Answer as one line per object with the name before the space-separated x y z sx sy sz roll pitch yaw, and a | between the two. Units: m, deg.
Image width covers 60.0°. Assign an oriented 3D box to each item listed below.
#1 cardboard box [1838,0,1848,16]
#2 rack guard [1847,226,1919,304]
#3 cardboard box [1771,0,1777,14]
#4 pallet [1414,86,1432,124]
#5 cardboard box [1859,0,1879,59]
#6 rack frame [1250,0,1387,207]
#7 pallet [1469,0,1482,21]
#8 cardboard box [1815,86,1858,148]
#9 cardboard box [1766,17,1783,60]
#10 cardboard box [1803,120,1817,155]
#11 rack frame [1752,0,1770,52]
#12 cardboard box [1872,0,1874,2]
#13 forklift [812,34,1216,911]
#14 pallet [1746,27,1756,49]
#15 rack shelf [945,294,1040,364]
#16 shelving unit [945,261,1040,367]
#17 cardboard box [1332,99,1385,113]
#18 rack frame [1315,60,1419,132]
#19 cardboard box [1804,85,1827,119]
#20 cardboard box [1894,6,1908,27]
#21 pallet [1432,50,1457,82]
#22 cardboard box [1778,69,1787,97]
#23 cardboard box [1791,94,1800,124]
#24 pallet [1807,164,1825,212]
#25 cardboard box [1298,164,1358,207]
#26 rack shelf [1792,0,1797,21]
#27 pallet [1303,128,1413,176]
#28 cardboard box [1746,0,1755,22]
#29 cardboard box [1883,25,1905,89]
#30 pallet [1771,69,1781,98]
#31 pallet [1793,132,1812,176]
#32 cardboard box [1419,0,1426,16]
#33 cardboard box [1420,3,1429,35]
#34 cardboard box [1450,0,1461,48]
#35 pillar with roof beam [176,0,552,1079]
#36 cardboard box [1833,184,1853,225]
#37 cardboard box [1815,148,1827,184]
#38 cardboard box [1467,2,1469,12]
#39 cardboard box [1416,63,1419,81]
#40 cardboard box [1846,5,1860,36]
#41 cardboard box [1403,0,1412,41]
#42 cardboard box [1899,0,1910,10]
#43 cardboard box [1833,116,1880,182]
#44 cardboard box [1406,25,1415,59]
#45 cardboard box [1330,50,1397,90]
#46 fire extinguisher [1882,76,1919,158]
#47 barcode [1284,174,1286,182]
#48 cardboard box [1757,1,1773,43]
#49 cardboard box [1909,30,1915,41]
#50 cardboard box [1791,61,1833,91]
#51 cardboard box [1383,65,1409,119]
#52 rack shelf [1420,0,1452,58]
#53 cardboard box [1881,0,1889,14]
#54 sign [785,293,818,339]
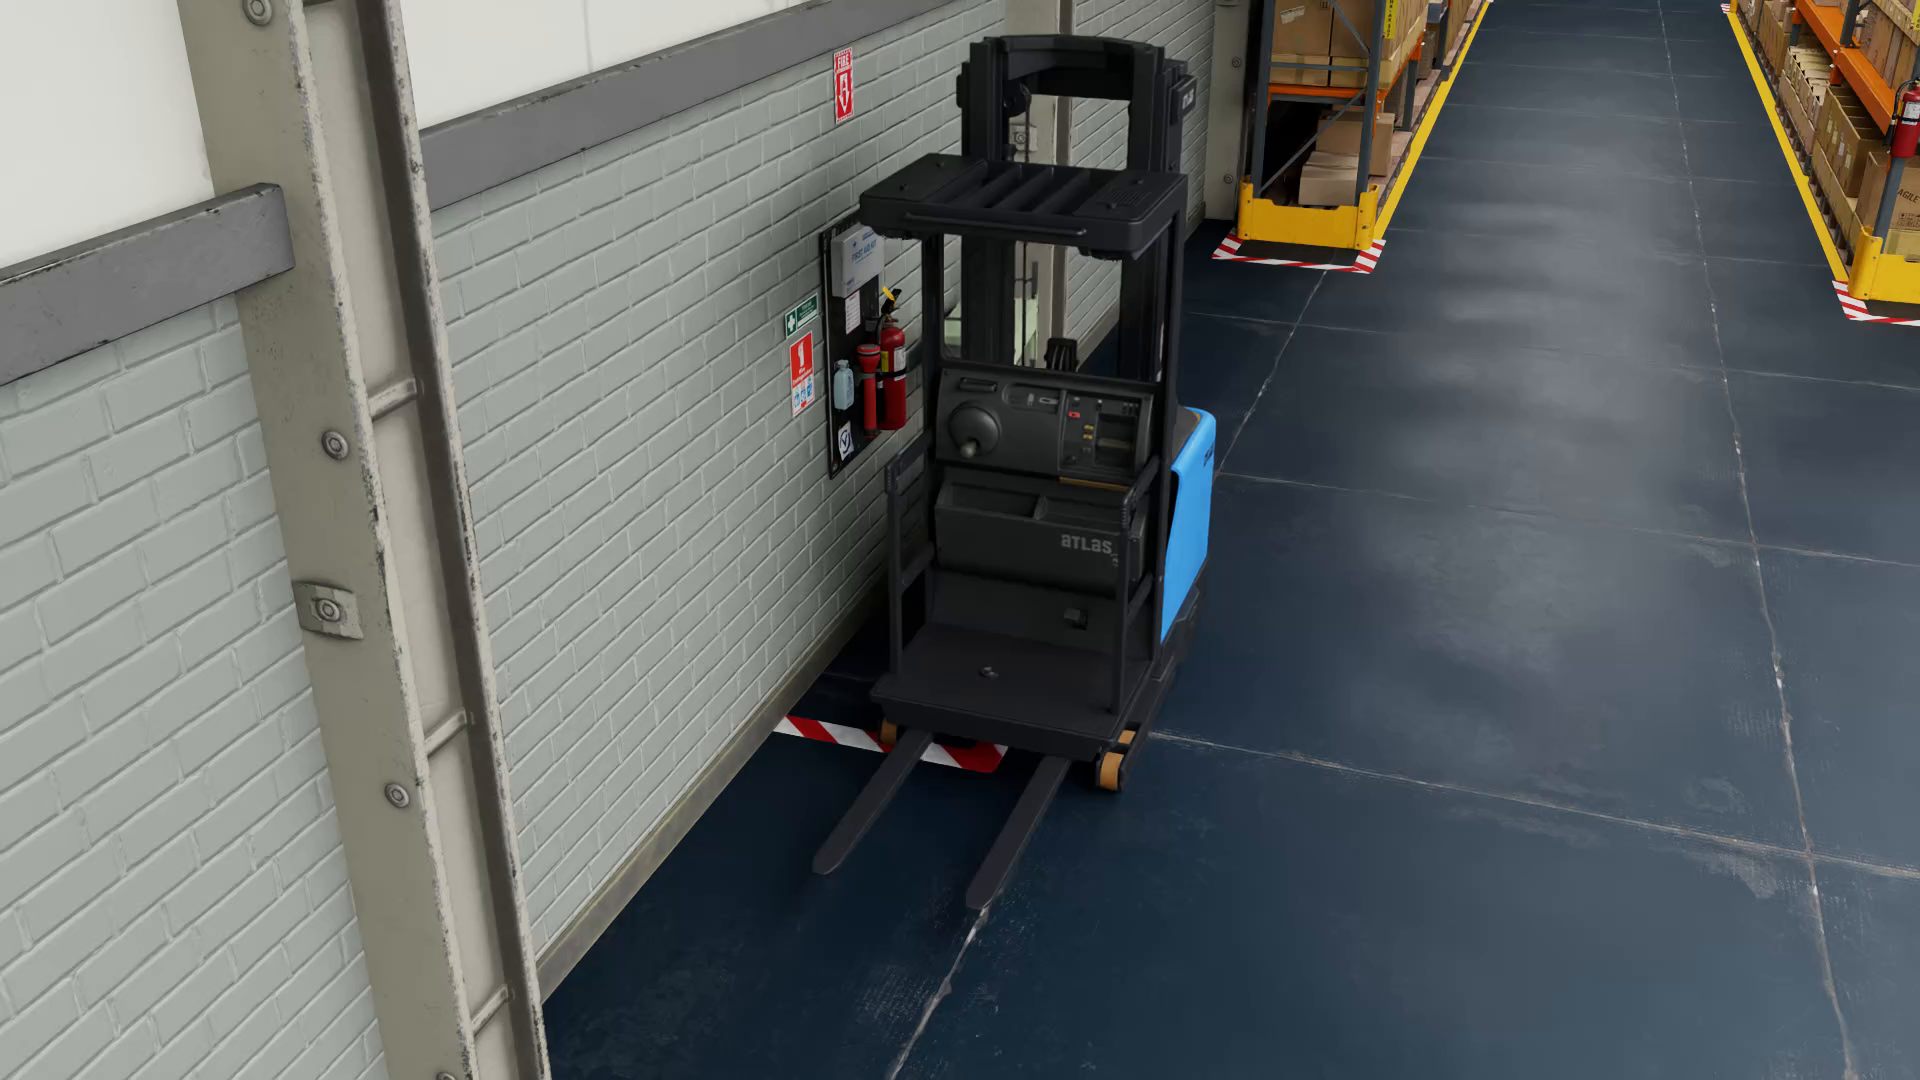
cardboard box | 9.822 -5.910 17.900 0.500 0.500 0.500 7 27 15
rack guard | 7.694 -2.135 13.085 1.175 0.500 0.348 9 27 17
cardboard box | 10.972 -7.037 21.845 0.500 0.250 0.500 9 27 18
pallet | 5.023 -5.198 19.744 1.003 0.211 1.213 9 27 17
cardboard box | 8.892 -4.775 15.555 0.700 0.500 0.500 8 27 16
rack frame | 3.030 -3.986 14.041 1.000 3.000 0.127 9 27 17
pallet | 7.754 -8.467 26.495 1.003 0.211 1.213 9 27 17
cardboard box | 8.584 -4.057 16.000 0.500 0.500 0.500 9 27 17
cardboard box | 10.796 -6.478 21.550 0.500 0.500 0.500 8 27 15
cardboard box | 8.898 -4.077 16.902 0.500 0.250 0.500 8 27 17
rack frame | 11.696 -8.201 22.746 1.000 3.000 0.127 9 27 17
cardboard box | 8.678 -5.065 15.409 0.380 0.149 0.250 9 27 18
forklift | 0.278 -0.456 6.829 1.130 2.935 3.031 9 27 18
pallet | 11.925 -7.228 23.936 1.003 0.211 1.213 9 27 17
rack shelf | 0.147 -1.026 8.750 0.431 0.370 0.720 5 26 11
shelving unit | 0.148 -0.674 8.920 0.431 1.500 0.755 5 26 11
cardboard box | 4.053 -4.271 16.992 0.500 0.500 0.500 7 27 14
rack frame | 4.361 -5.630 17.436 1.000 3.000 0.127 9 27 17
cardboard box | 9.065 -4.540 17.214 0.500 0.311 0.500 10 27 19
cardboard box | 8.164 -4.429 14.096 0.380 0.149 0.250 8 27 17
pallet | 6.025 -6.332 22.085 1.003 0.211 1.213 9 27 17
cardboard box | 9.913 -5.336 19.502 0.500 0.250 0.500 9 27 17
cardboard box | 9.409 -4.704 18.197 0.500 0.250 0.500 9 27 18
pallet | 8.729 -3.338 15.901 1.003 0.211 1.213 9 27 17
cardboard box | 3.345 -3.245 15.091 0.500 0.311 0.500 6 26 12
rack shelf | 11.030 -7.055 21.205 1.077 0.370 4.000 9 27 17
pallet | 4.171 -4.094 17.463 1.003 0.211 1.213 9 27 17
cardboard box | 11.867 -7.772 24.441 0.500 0.311 0.500 9 27 17
cardboard box | 8.382 -4.141 14.246 0.700 0.500 0.500 10 27 19
pallet | 10.649 -5.603 20.581 1.003 0.211 1.213 9 27 17
pallet | 9.242 -3.967 17.200 1.003 0.211 1.213 9 27 17
cardboard box | 4.334 -5.464 16.382 0.500 0.500 0.500 9 27 17
cardboard box | 4.489 -5.333 16.972 0.500 0.250 0.500 9 27 18
cardboard box | 6.358 -7.138 22.535 0.750 0.750 0.750 9 27 17
pillar with roof beam | 2.513 -1.544 2.113 9.100 9.000 0.400 9 27 17
cardboard box | 7.922 -2.897 14.465 0.500 0.250 0.500 9 27 17
cardboard box | 8.422 -3.513 15.738 0.500 0.250 0.500 9 27 17
cardboard box | 7.369 -8.274 25.283 0.700 0.500 0.500 9 27 18
cardboard box | 5.082 -5.640 19.821 0.700 0.500 0.500 9 27 17
cardboard box | 9.153 -5.241 16.786 0.396 0.266 0.258 8 27 16
cardboard box | 3.824 -4.831 15.074 0.500 0.500 0.500 8 27 16
cardboard box | 8.391 -4.740 13.995 0.700 0.500 0.500 9 27 17
cardboard box | 8.087 -3.440 14.726 0.500 0.500 0.500 9 27 17
cardboard box | 3.996 -4.714 15.692 0.500 0.250 0.500 9 27 18
cardboard box | 3.492 -4.082 14.389 0.500 0.250 0.500 8 27 16
fire extinguisher | 7.225 -3.253 12.616 0.296 0.674 0.183 9 27 17
barcode | 2.974 -3.315 15.225 0.001 0.075 0.075 9 27 17
cardboard box | 11.305 -7.110 22.857 0.500 0.500 0.500 8 27 15
cardboard box | 7.906 -4.107 13.431 0.380 0.149 0.250 9 27 18
cardboard box | 9.575 -5.162 18.499 0.500 0.311 0.500 8 27 16
cardboard box | 4.590 -5.008 18.515 0.700 0.500 0.500 10 27 19
rack shelf | 5.026 -6.128 19.290 1.077 0.370 4.000 9 27 17
cardboard box | 8.422 -4.748 14.755 0.380 0.149 0.250 8 27 16
sign | -0.679 -0.967 7.155 0.001 0.109 0.331 9 27 17
